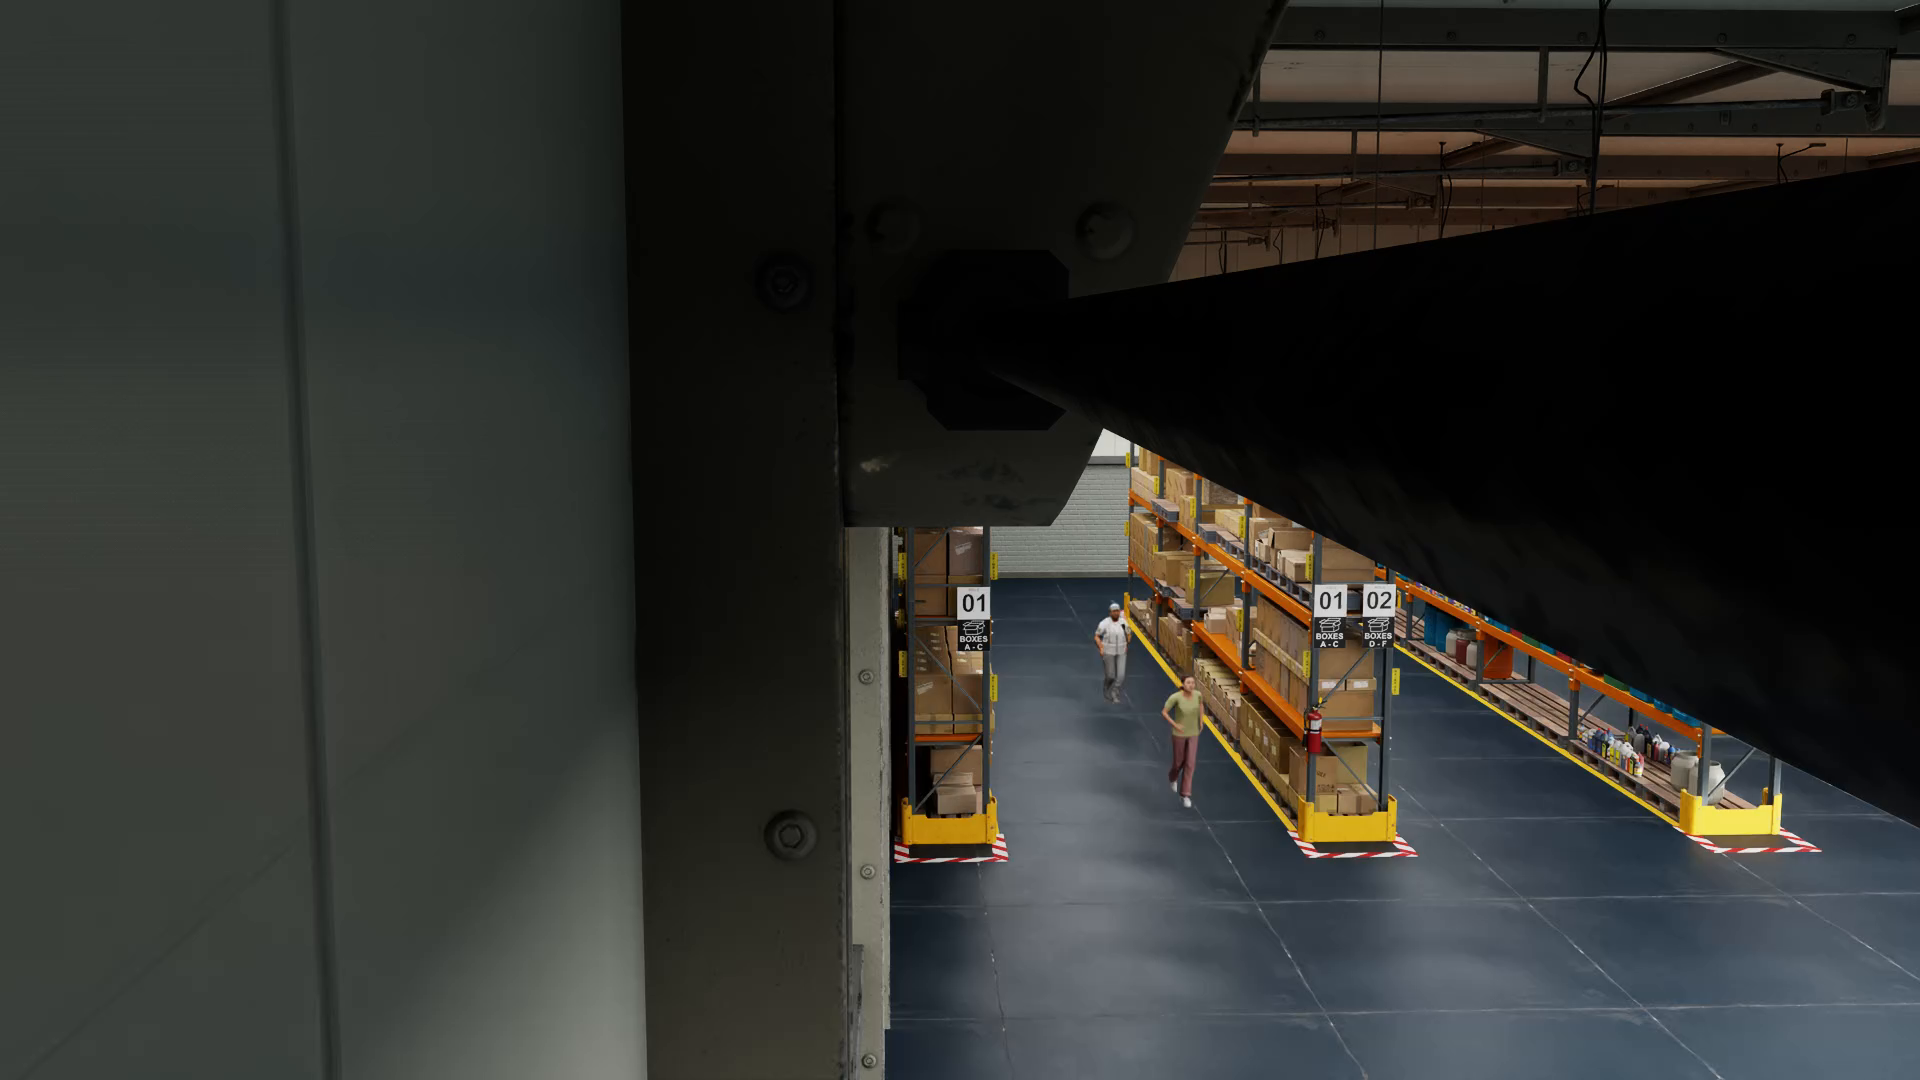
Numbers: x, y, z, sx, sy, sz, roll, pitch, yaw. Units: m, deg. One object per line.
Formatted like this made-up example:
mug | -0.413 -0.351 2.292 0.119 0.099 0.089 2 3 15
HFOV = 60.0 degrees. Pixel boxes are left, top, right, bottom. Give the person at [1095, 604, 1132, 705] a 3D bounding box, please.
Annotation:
person | 2.491 1.825 26.843 0.614 1.620 0.528 -1 7 -9

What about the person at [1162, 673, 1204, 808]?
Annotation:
person | 2.883 2.513 21.317 0.603 1.667 0.816 -2 8 -13
